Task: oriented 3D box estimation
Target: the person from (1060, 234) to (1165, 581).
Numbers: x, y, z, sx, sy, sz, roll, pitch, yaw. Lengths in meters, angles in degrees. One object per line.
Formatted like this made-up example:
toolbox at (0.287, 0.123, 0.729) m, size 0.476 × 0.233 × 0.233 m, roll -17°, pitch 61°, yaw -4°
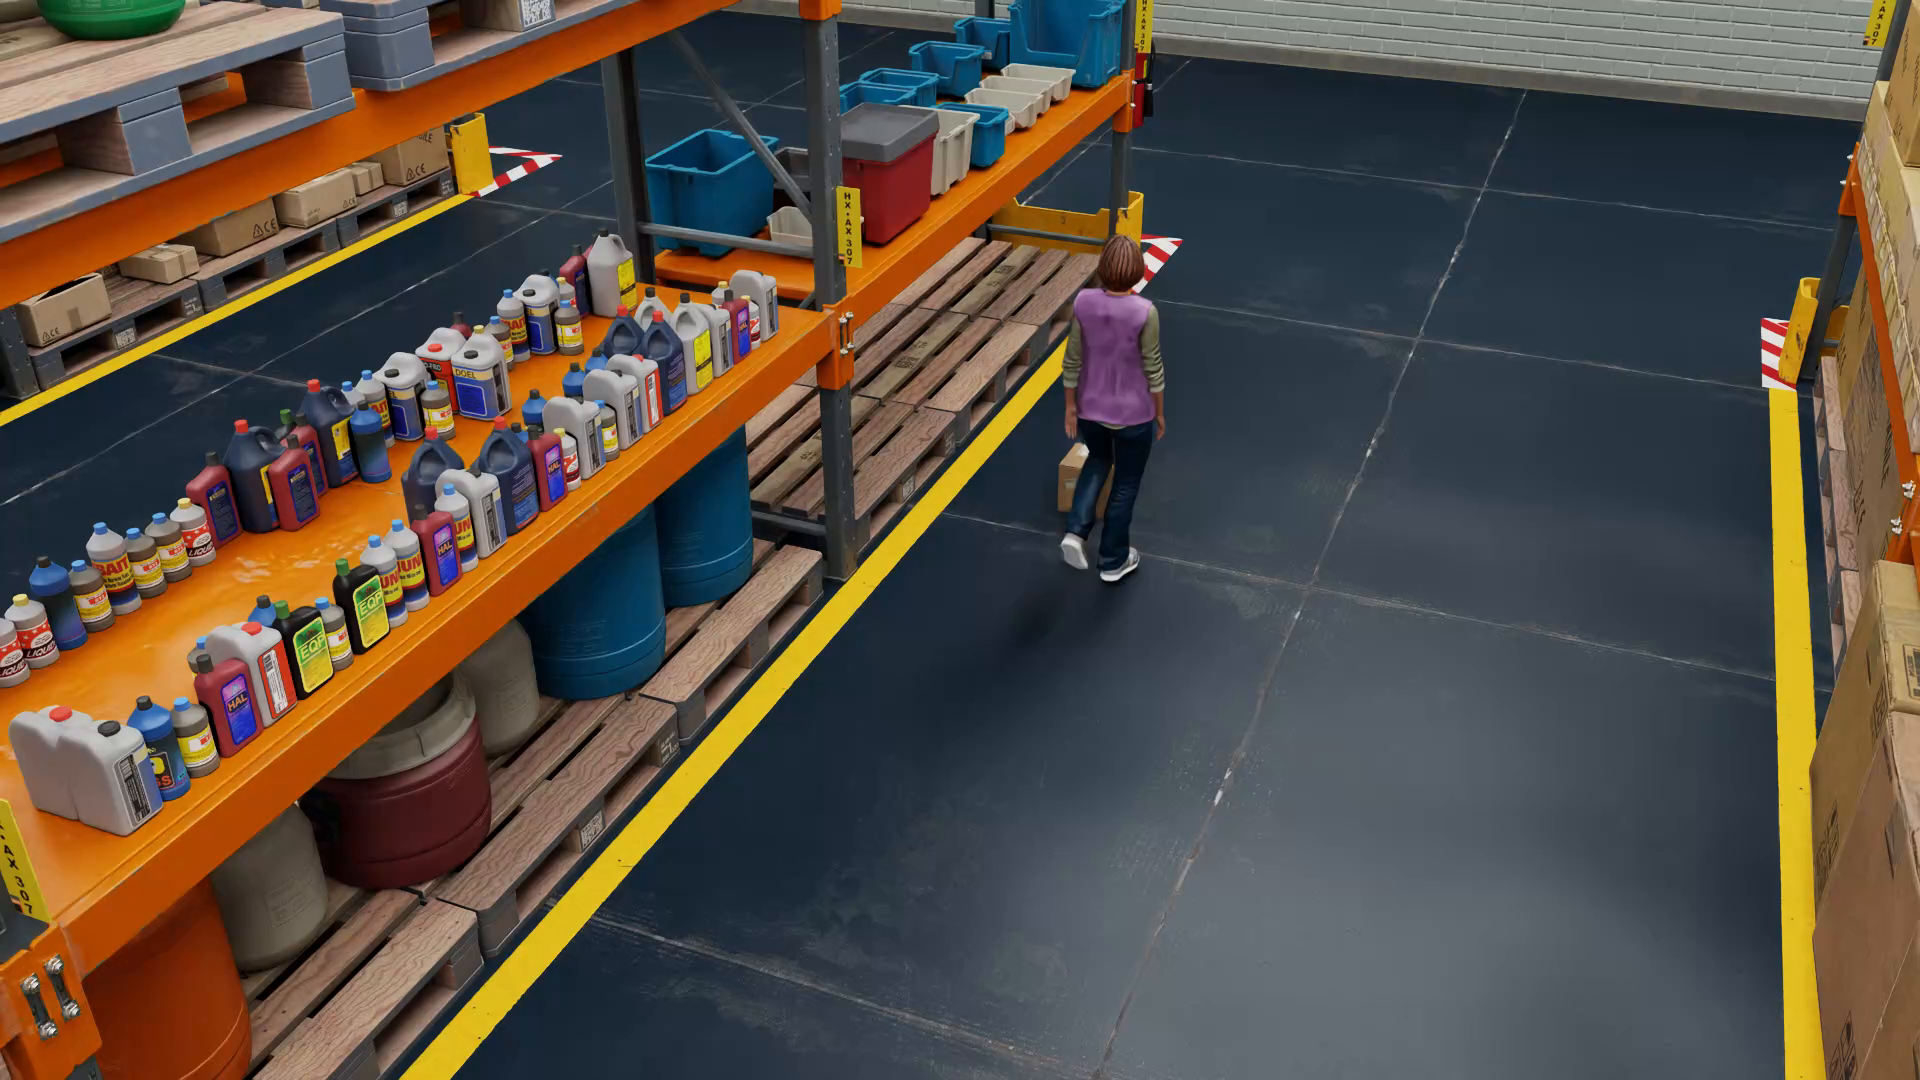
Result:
person at (0.639, -0.533, 7.022) m, size 0.424 × 1.591 × 0.447 m, roll 16°, pitch 34°, yaw 26°
